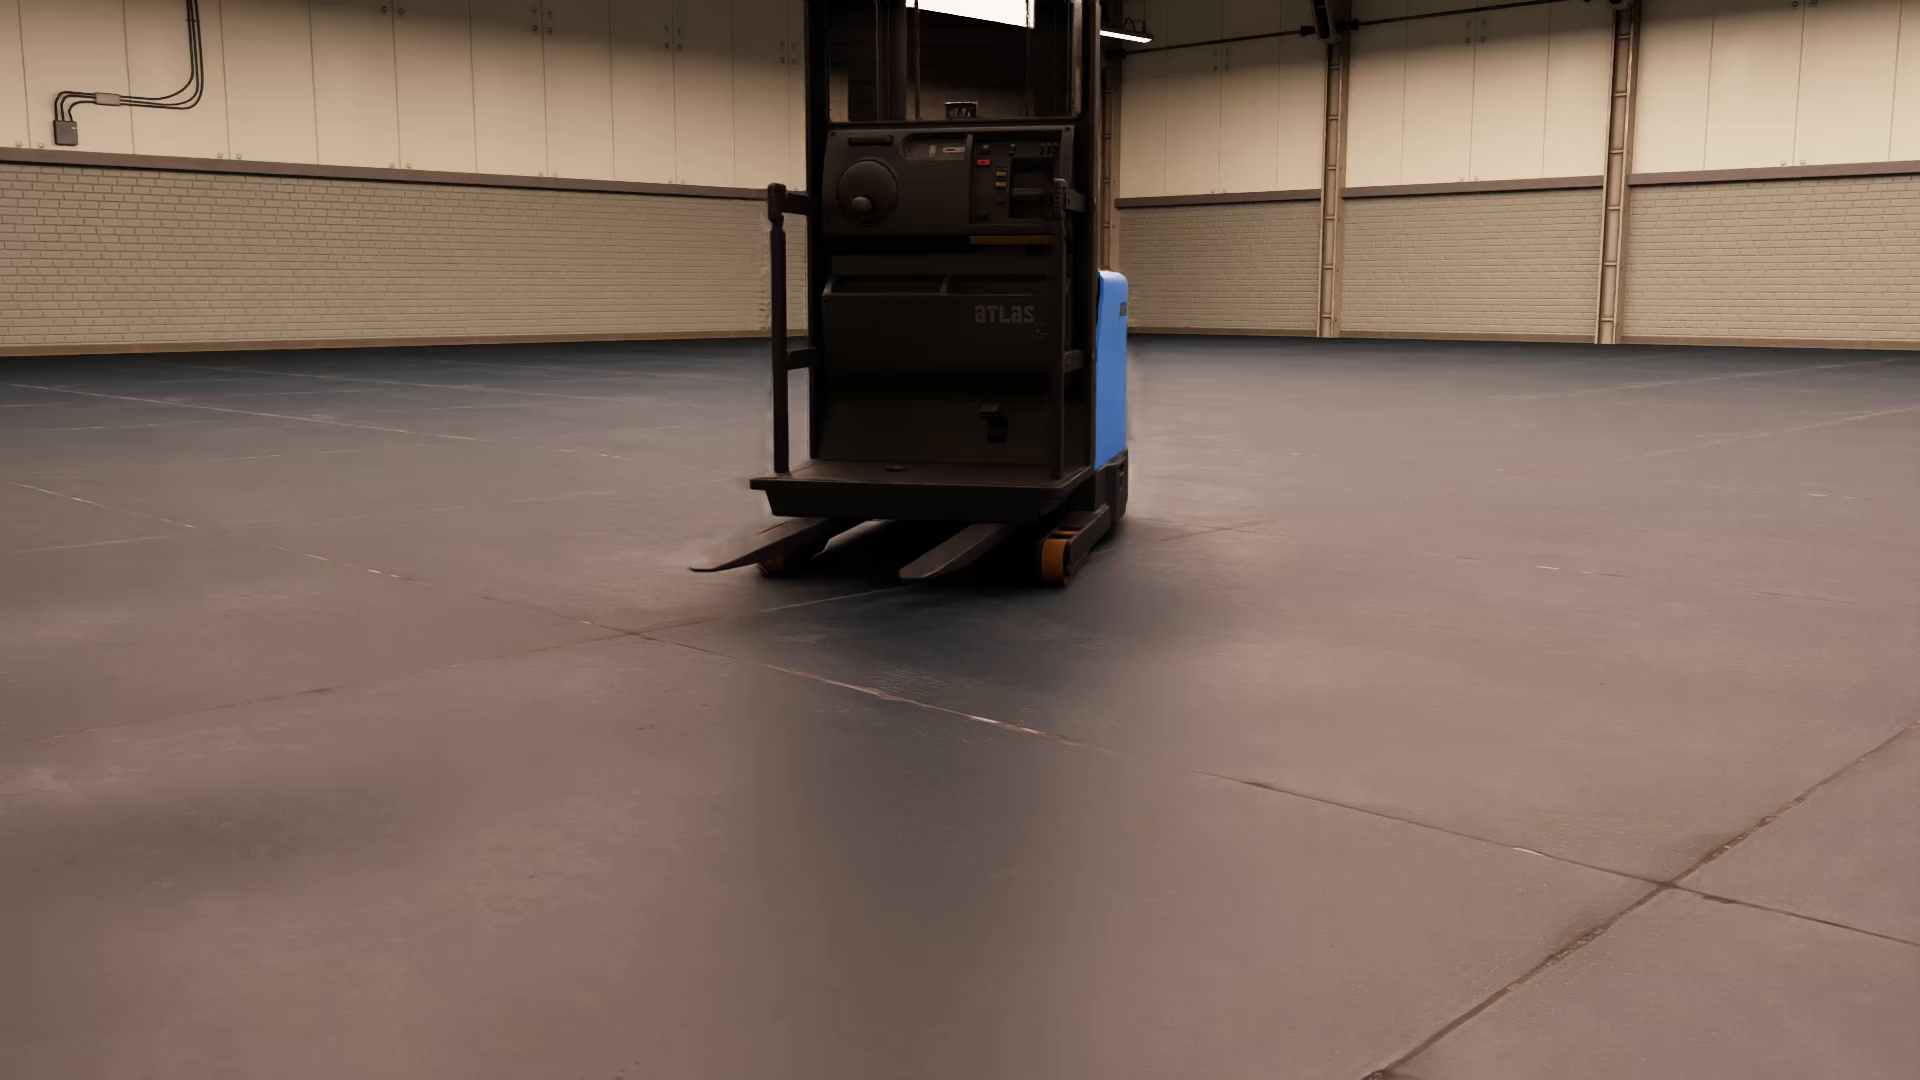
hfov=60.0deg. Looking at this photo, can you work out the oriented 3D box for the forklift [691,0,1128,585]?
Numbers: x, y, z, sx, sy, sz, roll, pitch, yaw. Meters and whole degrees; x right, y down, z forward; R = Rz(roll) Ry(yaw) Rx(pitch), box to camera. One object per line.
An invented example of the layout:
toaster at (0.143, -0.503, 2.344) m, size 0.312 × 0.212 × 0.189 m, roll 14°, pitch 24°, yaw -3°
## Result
forklift at (-0.092, -1.355, 5.872) m, size 1.130 × 2.935 × 3.031 m, roll 2°, pitch 9°, yaw 13°
